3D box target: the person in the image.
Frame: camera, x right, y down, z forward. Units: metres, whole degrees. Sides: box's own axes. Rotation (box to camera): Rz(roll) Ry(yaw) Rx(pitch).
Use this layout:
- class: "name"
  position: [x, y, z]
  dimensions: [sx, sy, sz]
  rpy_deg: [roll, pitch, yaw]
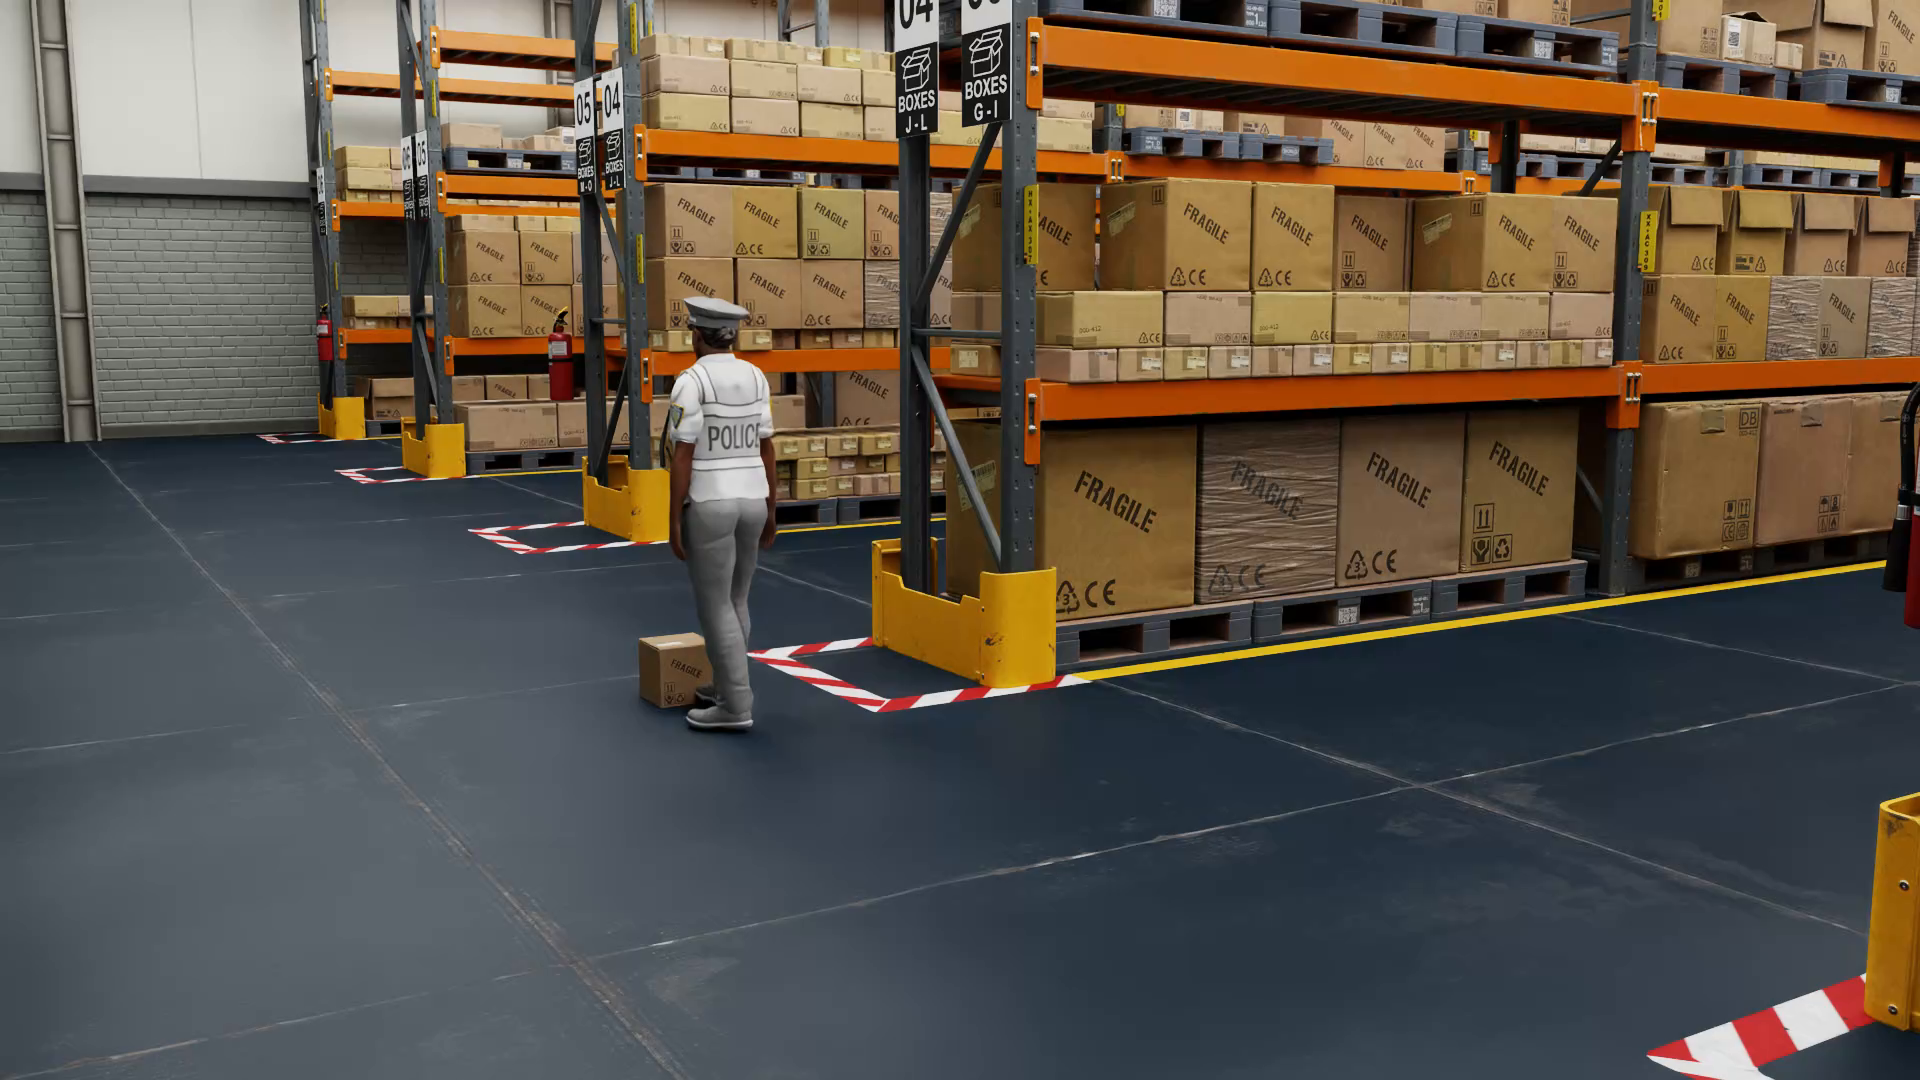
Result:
- class: "person"
  position: [-1.003, -0.116, 6.526]
  dimensions: [0.582, 1.665, 0.487]
  rpy_deg: [7, 11, 41]
